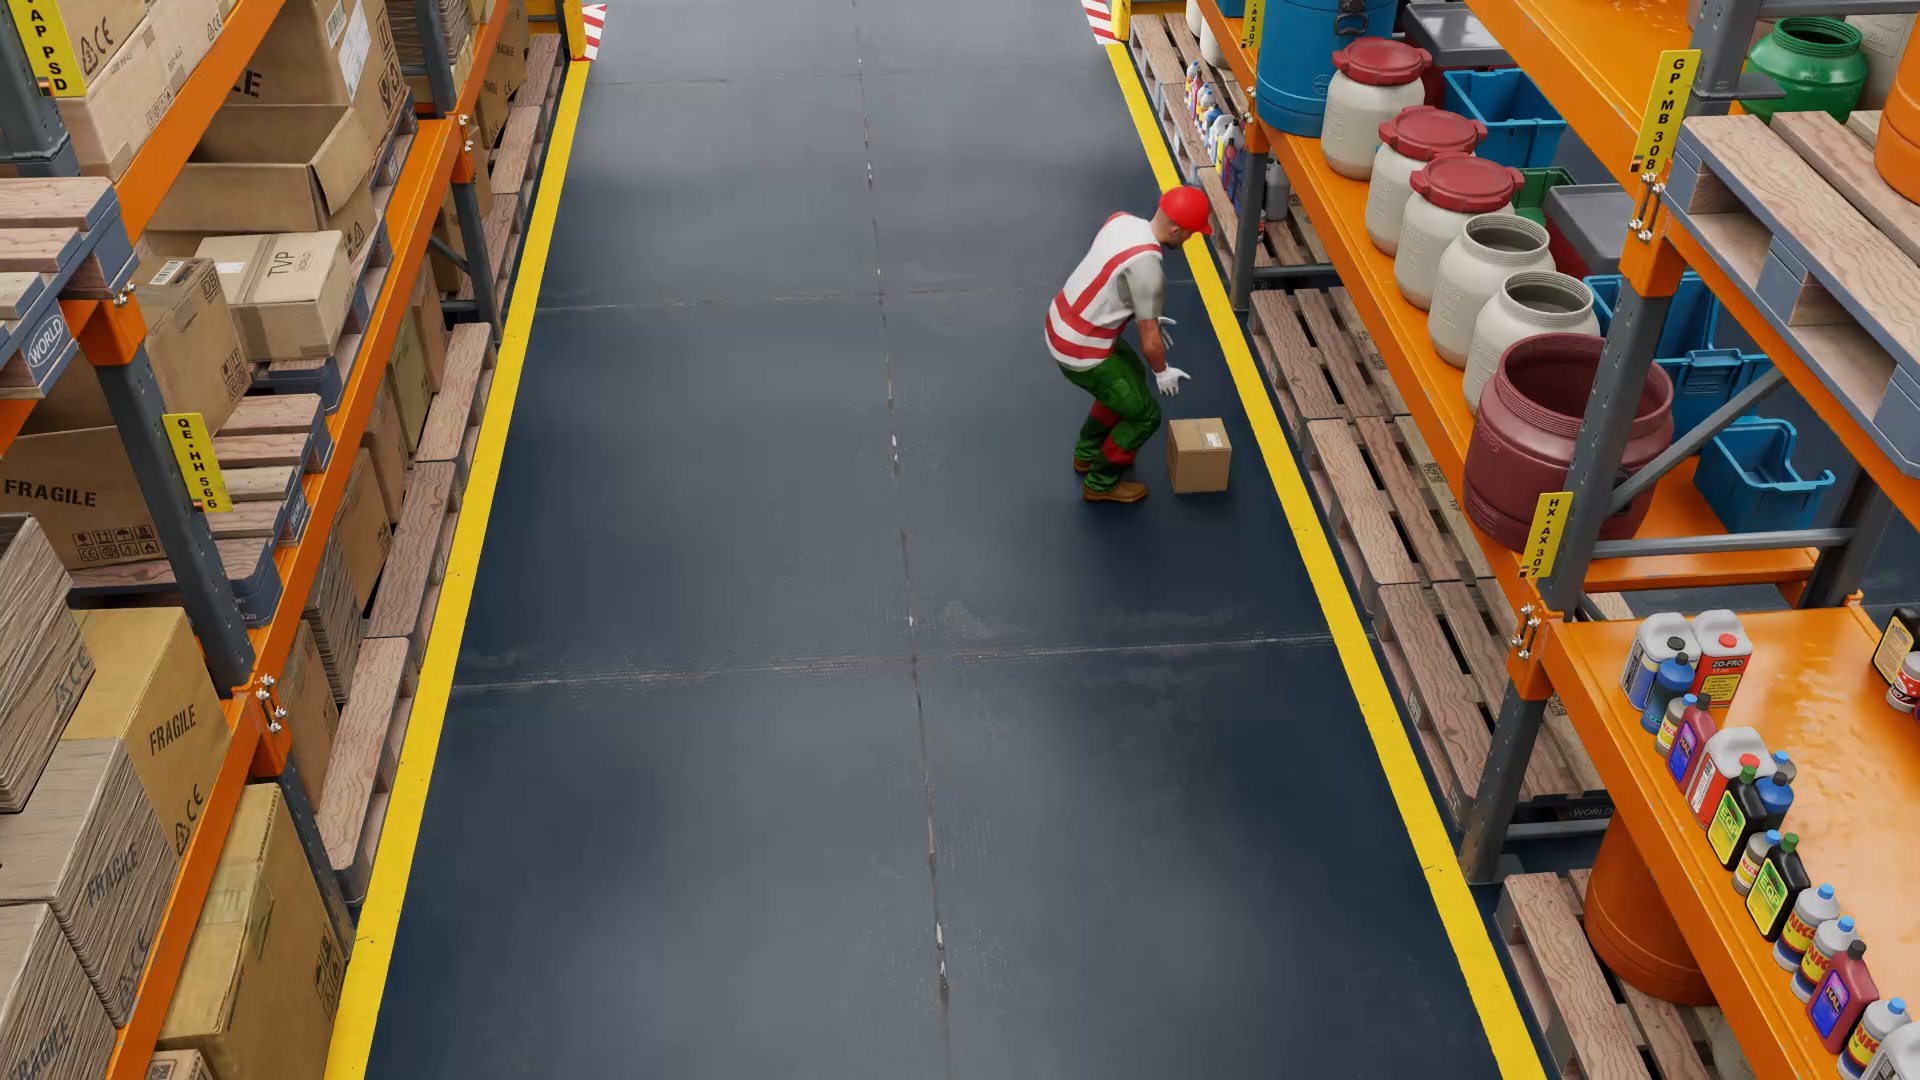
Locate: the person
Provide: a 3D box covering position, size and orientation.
[{"bbox_3d":[0.733,-0.892,7.477,0.711,1.500,0.581,-3,39,-4],"label":"person"}]
